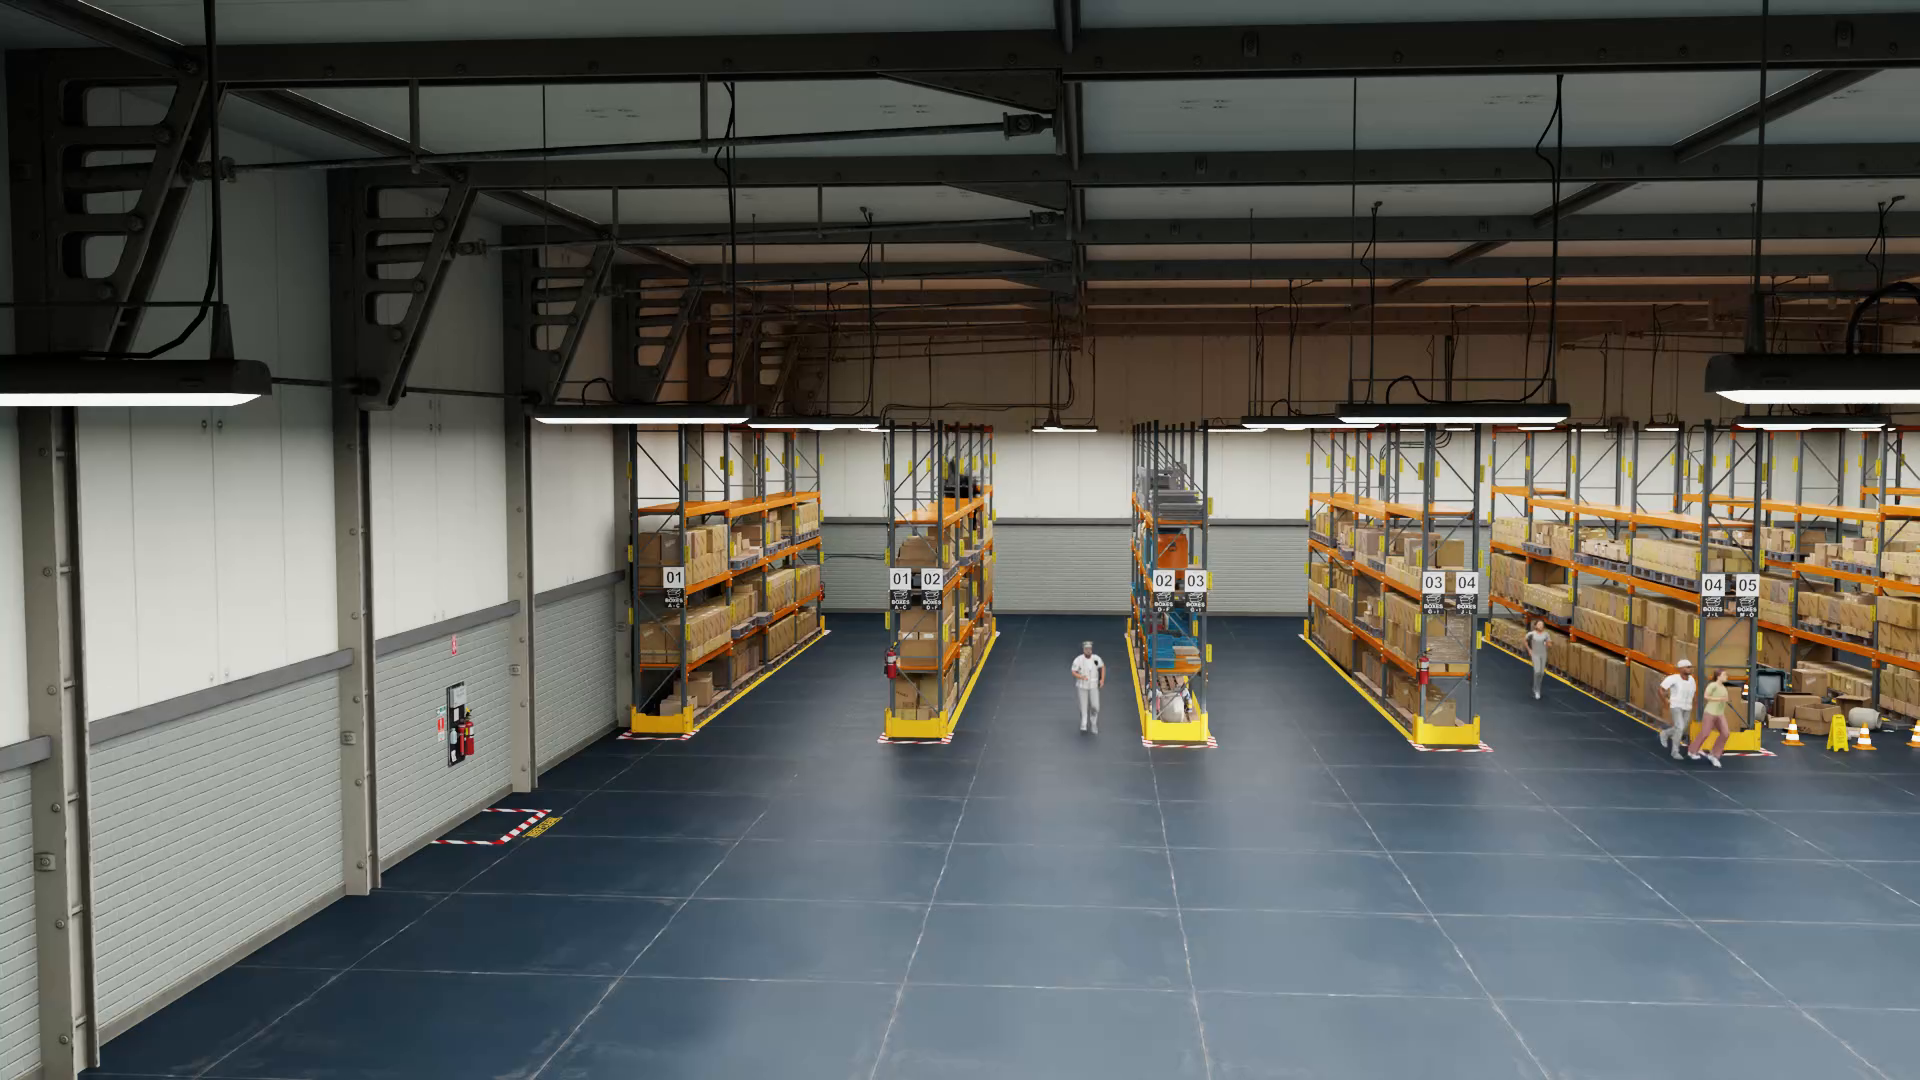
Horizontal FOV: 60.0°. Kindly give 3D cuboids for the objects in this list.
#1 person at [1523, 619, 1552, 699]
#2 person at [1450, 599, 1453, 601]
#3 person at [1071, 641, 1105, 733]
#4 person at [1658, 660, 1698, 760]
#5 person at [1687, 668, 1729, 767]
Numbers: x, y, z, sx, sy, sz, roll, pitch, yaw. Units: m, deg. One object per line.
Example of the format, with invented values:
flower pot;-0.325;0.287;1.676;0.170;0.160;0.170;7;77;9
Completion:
person;12.626;2.589;36.295;0.546;1.723;0.712;0;4;-1
person;13.473;1.989;46.416;0.618;1.604;0.780;3;5;38
person;2.474;2.836;31.895;0.680;1.807;0.697;0;4;-4
person;12.836;2.997;29.704;0.746;1.735;0.764;-1;4;-16
person;13.156;3.069;29.016;0.589;1.687;0.691;-2;4;-24
